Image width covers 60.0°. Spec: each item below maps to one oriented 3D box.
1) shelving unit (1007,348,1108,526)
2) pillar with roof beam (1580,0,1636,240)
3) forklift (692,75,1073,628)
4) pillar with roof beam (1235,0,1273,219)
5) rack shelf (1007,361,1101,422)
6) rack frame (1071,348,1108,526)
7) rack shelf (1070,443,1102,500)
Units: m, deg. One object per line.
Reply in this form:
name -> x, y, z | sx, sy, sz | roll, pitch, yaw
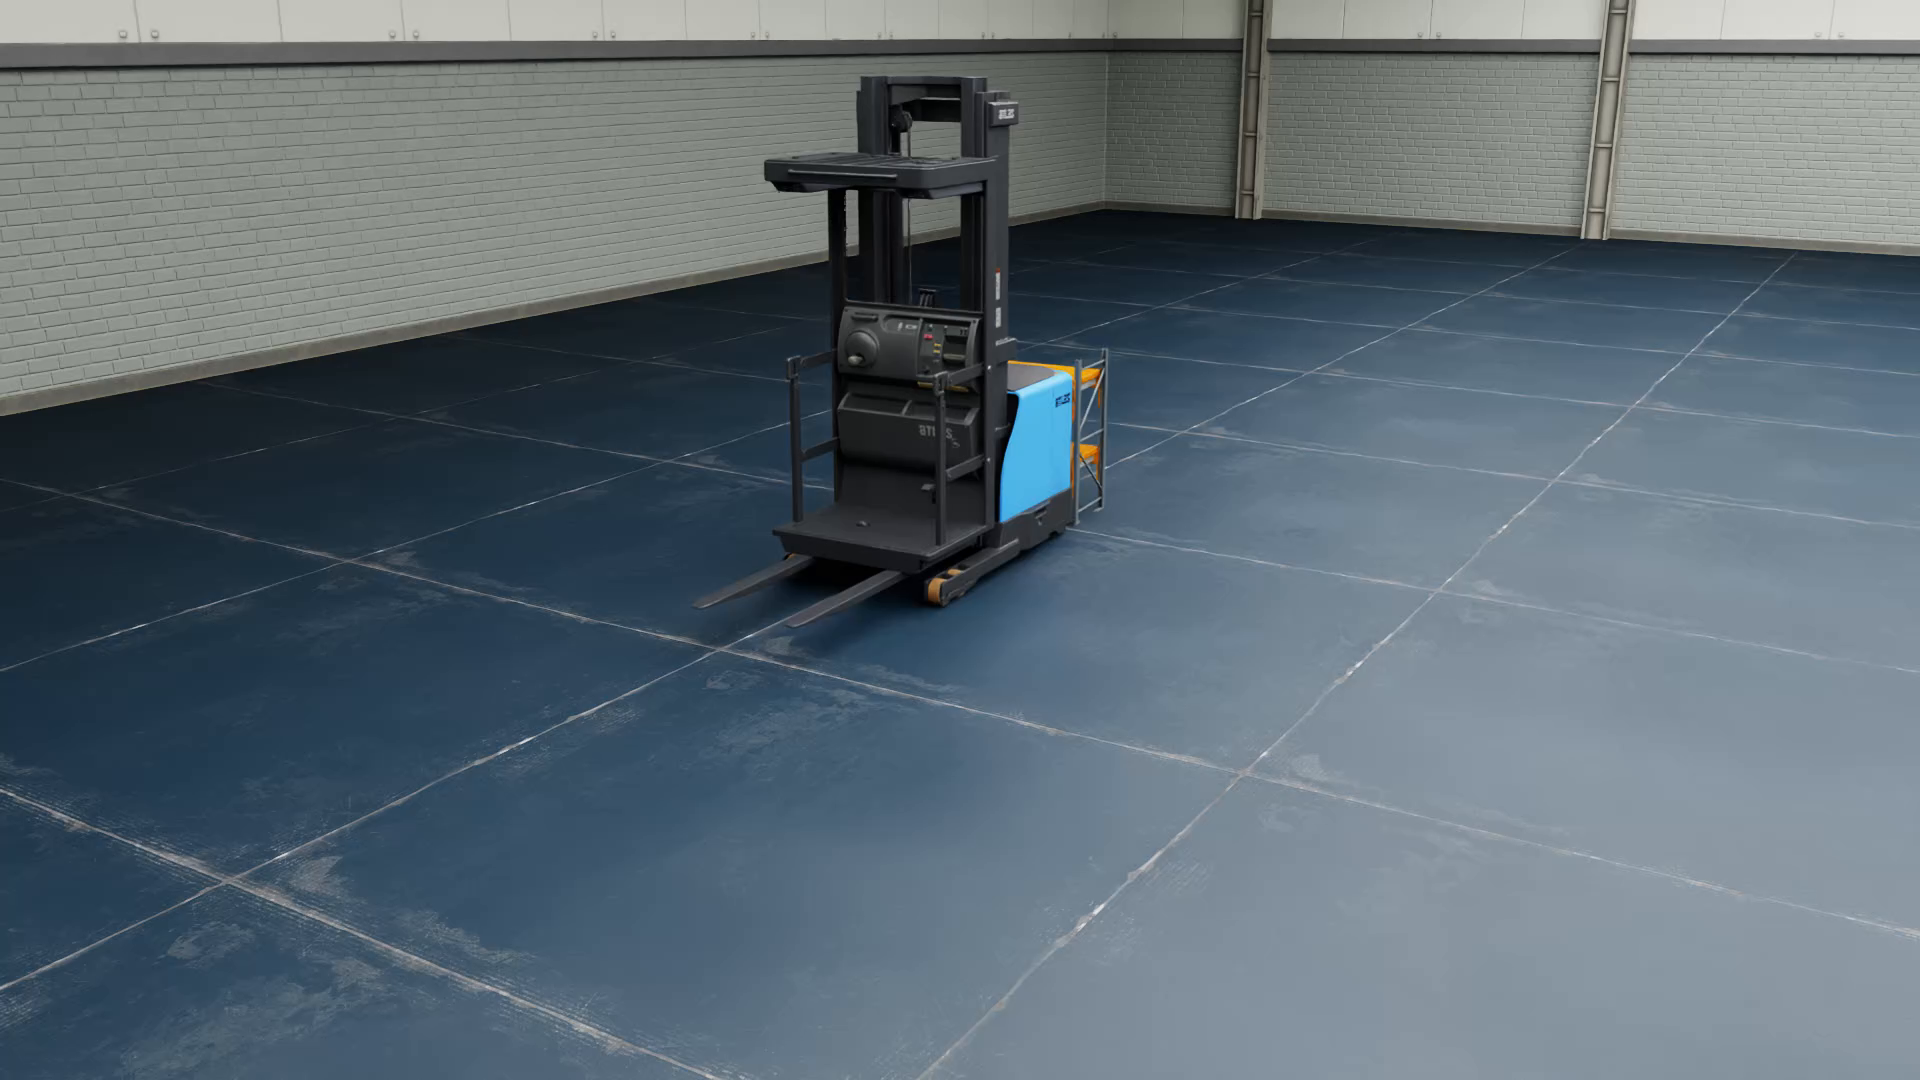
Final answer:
shelving unit -> 0.428, -0.769, 11.477 | 1.048, 1.125, 0.538 | 9, 19, 26
pillar with roof beam -> 8.066, -8.143, 22.207 | 0.400, 9.000, 9.100 | 10, 20, 30
forklift -> -0.414, -1.168, 9.684 | 1.130, 2.935, 3.031 | 9, 19, 28
pillar with roof beam -> 2.954, -9.056, 25.212 | 0.400, 9.000, 9.100 | 10, 20, 30
rack shelf -> 0.428, -1.049, 11.391 | 1.000, 0.278, 0.538 | 9, 19, 26
rack frame -> 0.880, -0.701, 11.253 | 0.032, 1.125, 0.500 | 9, 19, 26
rack shelf -> 0.428, -0.535, 11.548 | 1.000, 0.278, 0.538 | 9, 19, 26
